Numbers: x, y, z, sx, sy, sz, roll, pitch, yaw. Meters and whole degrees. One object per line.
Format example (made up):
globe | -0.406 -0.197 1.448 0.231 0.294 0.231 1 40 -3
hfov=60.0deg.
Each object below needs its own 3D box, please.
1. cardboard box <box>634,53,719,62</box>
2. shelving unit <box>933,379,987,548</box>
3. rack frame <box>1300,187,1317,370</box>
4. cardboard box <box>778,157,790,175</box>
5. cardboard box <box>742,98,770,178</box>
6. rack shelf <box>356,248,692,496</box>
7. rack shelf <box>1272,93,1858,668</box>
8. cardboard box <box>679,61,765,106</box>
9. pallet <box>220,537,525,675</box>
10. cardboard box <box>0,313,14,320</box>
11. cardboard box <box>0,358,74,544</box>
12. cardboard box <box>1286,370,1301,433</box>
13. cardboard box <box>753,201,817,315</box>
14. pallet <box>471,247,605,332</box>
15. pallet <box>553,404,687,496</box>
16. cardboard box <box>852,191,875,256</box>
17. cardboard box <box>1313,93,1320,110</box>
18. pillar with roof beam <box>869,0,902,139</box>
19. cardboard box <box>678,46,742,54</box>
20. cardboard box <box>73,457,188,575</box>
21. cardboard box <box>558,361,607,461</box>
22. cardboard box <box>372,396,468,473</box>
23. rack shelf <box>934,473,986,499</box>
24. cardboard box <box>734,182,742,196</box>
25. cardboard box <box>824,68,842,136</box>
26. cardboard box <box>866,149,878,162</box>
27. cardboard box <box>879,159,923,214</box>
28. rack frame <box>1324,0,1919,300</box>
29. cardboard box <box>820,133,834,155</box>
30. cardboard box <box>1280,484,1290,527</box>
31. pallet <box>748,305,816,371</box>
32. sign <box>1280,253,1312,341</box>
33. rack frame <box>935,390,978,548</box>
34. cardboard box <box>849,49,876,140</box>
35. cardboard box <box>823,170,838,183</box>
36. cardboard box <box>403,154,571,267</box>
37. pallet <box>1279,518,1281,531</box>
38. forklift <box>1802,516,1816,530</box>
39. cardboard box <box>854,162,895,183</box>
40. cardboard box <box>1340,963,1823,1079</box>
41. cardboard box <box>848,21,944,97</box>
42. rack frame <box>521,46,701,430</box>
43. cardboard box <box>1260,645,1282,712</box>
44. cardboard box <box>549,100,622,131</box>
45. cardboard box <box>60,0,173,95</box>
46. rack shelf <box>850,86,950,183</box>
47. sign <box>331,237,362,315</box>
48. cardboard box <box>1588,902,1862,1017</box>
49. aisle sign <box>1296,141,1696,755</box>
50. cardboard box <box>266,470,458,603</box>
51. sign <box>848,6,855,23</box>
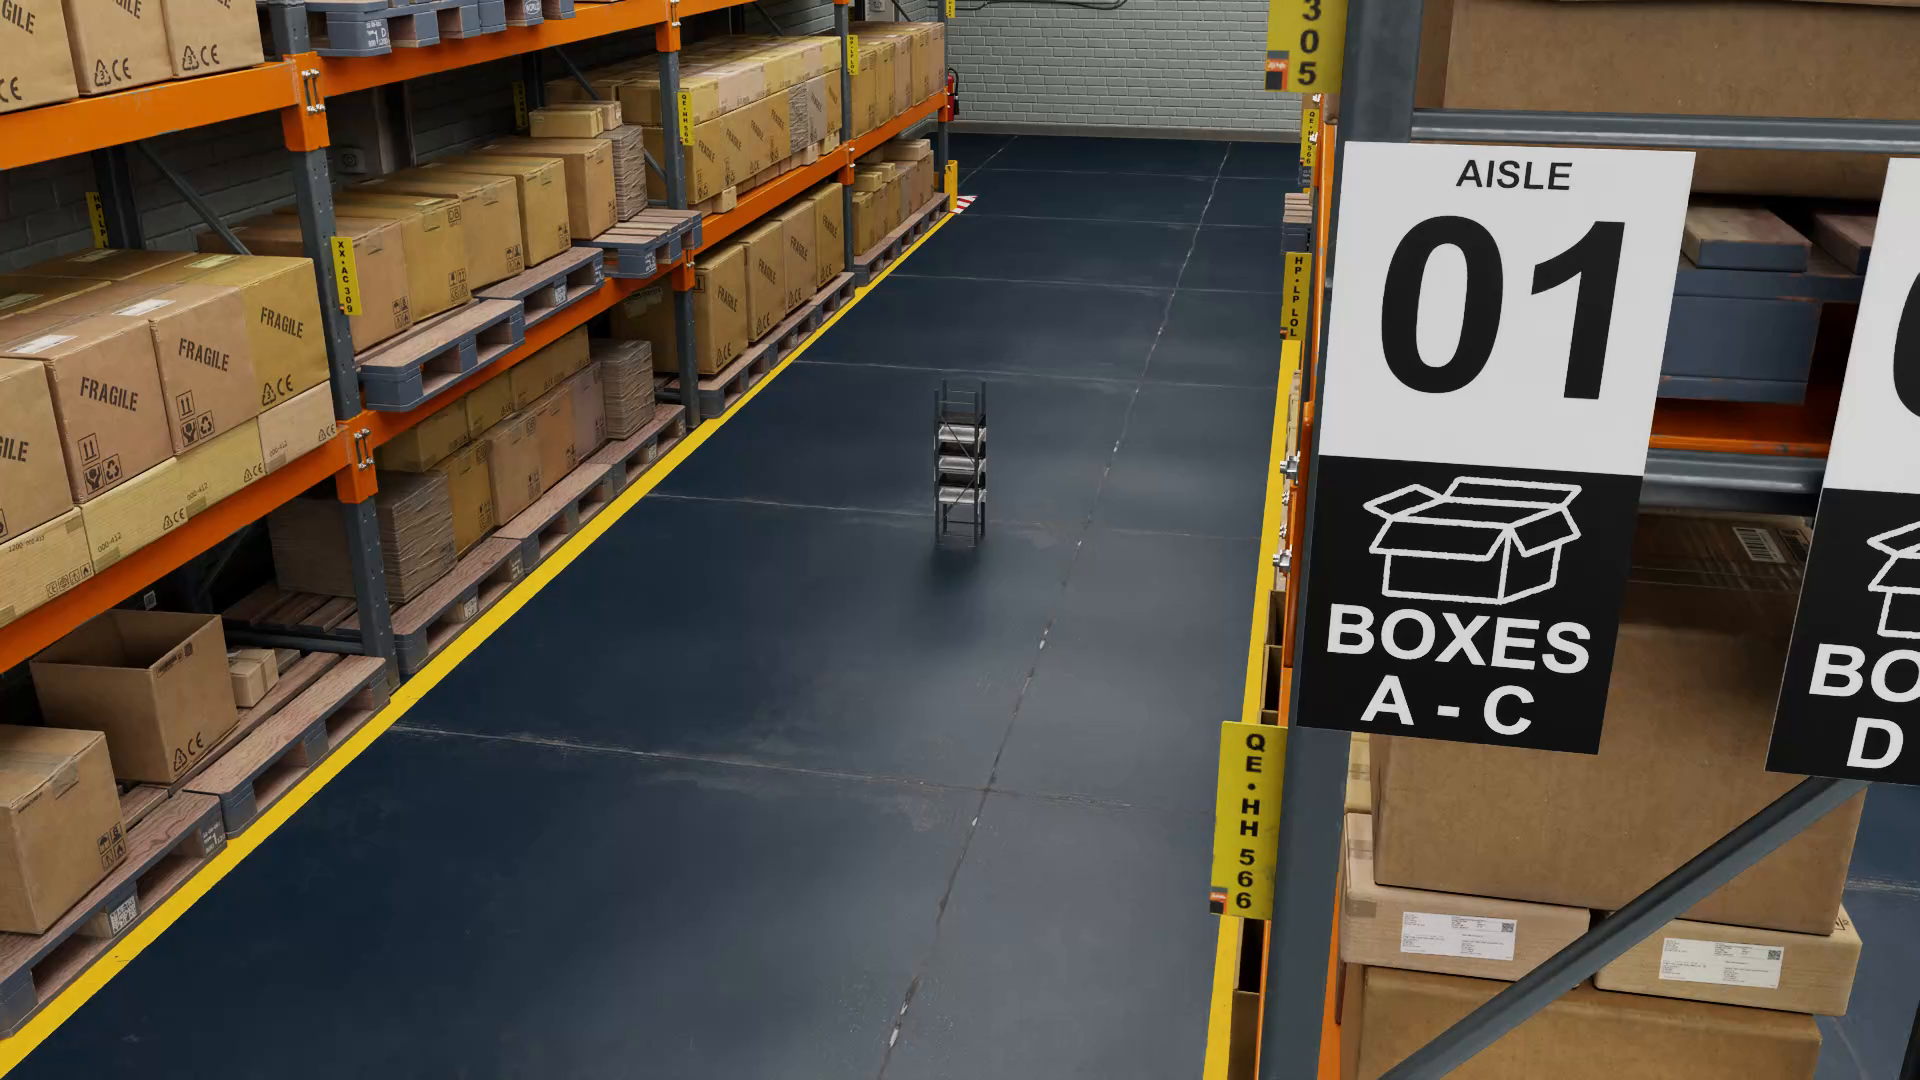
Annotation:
cardboard box | -2.105 -3.483 12.424 0.500 0.250 0.500 4 22 10
shelving unit | 0.002 -0.420 9.193 0.258 0.900 0.210 4 22 11
rack frame | 2.586 -1.817 9.850 1.000 3.000 0.127 4 22 11
cardboard box | -1.542 -2.942 12.954 0.380 0.149 0.250 4 22 9
cardboard box | -1.696 -2.917 12.023 0.500 0.500 0.500 4 22 11
rack shelf | -2.672 -1.128 9.102 1.077 0.370 4.000 4 22 11
rack shelf | 1.362 -0.680 3.976 1.077 0.370 4.000 4 22 11
cardboard box | -1.712 -3.261 11.873 0.500 0.250 0.500 5 22 11
pallet | -2.923 0.278 8.380 1.003 0.211 1.213 4 22 11
cardboard box | -3.597 -0.491 5.728 0.500 0.500 0.500 5 22 12
cardboard box | -3.189 -0.265 5.166 0.500 0.500 0.500 5 23 13
cardboard box | 2.192 -0.827 9.760 0.500 0.311 0.500 5 23 13
cardboard box | -1.632 -2.281 13.317 0.750 0.750 0.750 5 23 13
pallet | -2.628 -1.377 9.015 1.003 0.211 1.213 4 22 11
pallet | -2.425 -0.614 10.596 1.003 0.211 1.213 4 22 11
cardboard box | -1.195 -2.957 15.465 0.700 0.500 0.500 5 22 12
cardboard box | 3.009 -3.109 12.361 0.700 0.500 0.500 8 23 19
pillar with roof beam | 3.287 -8.627 18.729 9.100 9.000 0.400 4 22 11
cardboard box | -1.994 -3.674 12.898 0.500 0.250 0.500 4 22 9
cardboard box | -3.077 -0.107 5.778 0.500 0.250 0.500 4 22 11
cardboard box | -2.579 -0.791 10.060 0.700 0.500 0.500 4 22 11
cardboard box | -2.860 -0.555 8.469 0.500 0.250 0.500 4 22 10
rack shelf | 0.002 -0.306 9.239 0.258 0.077 0.200 4 22 11
cardboard box | -1.798 -2.568 12.024 0.380 0.149 0.250 5 22 12
cardboard box | -1.295 -3.662 13.872 0.500 0.500 0.500 4 22 10
cardboard box | -1.052 -3.883 16.895 0.380 0.149 0.250 5 22 12
cardboard box | -0.779 -3.708 17.328 0.700 0.500 0.500 4 22 11
rack frame | 0.954 -1.674 1.465 1.000 3.000 0.127 4 22 11
cardboard box | -1.268 -3.310 13.866 0.380 0.149 0.250 5 22 12
cardboard box | 1.776 -0.077 7.897 0.500 0.311 0.500 4 22 11
pallet | -1.778 -1.627 13.111 1.003 0.211 1.213 4 22 11
sign | 1.237 -0.892 6.110 0.100 0.325 0.005 4 22 11
rack frame | -0.019 -0.383 9.101 0.240 0.900 0.006 4 22 11
cardboard box | -1.321 -3.992 14.850 0.980 0.700 0.700 5 22 12
cardboard box | -1.260 -3.509 15.968 0.380 0.149 0.250 4 22 9
cardboard box | -2.583 -1.814 9.119 0.700 0.500 0.500 4 22 11
pallet | 2.129 0.219 8.526 1.003 0.211 1.213 4 22 11
forklift | 4.748 -0.973 7.847 1.130 2.935 3.031 6 23 13
cardboard box | -0.840 -3.560 16.094 0.380 0.149 0.250 4 22 9
cardboard box | 1.062 0.893 2.988 0.700 0.500 0.500 4 22 11
cardboard box | -0.726 -5.071 17.528 0.980 0.700 0.700 5 23 13
rack frame | -2.264 -2.193 10.784 1.000 3.000 0.127 4 22 11
cardboard box | 1.275 0.708 5.695 0.500 0.500 0.500 4 22 11
cardboard box | -2.305 -2.616 10.243 0.380 0.149 0.250 2 22 4
cardboard box | -3.057 -1.790 5.607 0.500 0.500 0.500 3 22 6
rack shelf | -1.040 -4.054 16.367 1.077 0.370 4.000 4 22 11
sign | -2.547 -1.093 6.894 0.100 0.325 0.005 4 22 11
cardboard box | 1.245 0.634 2.761 0.380 0.149 0.250 4 22 11
aisle sign | 0.653 -0.095 2.096 0.394 0.787 0.004 4 22 11
cardboard box | -2.946 -0.045 8.208 0.700 0.500 0.500 5 23 13
sign | -1.174 -5.602 17.983 0.100 0.325 0.005 4 22 11
